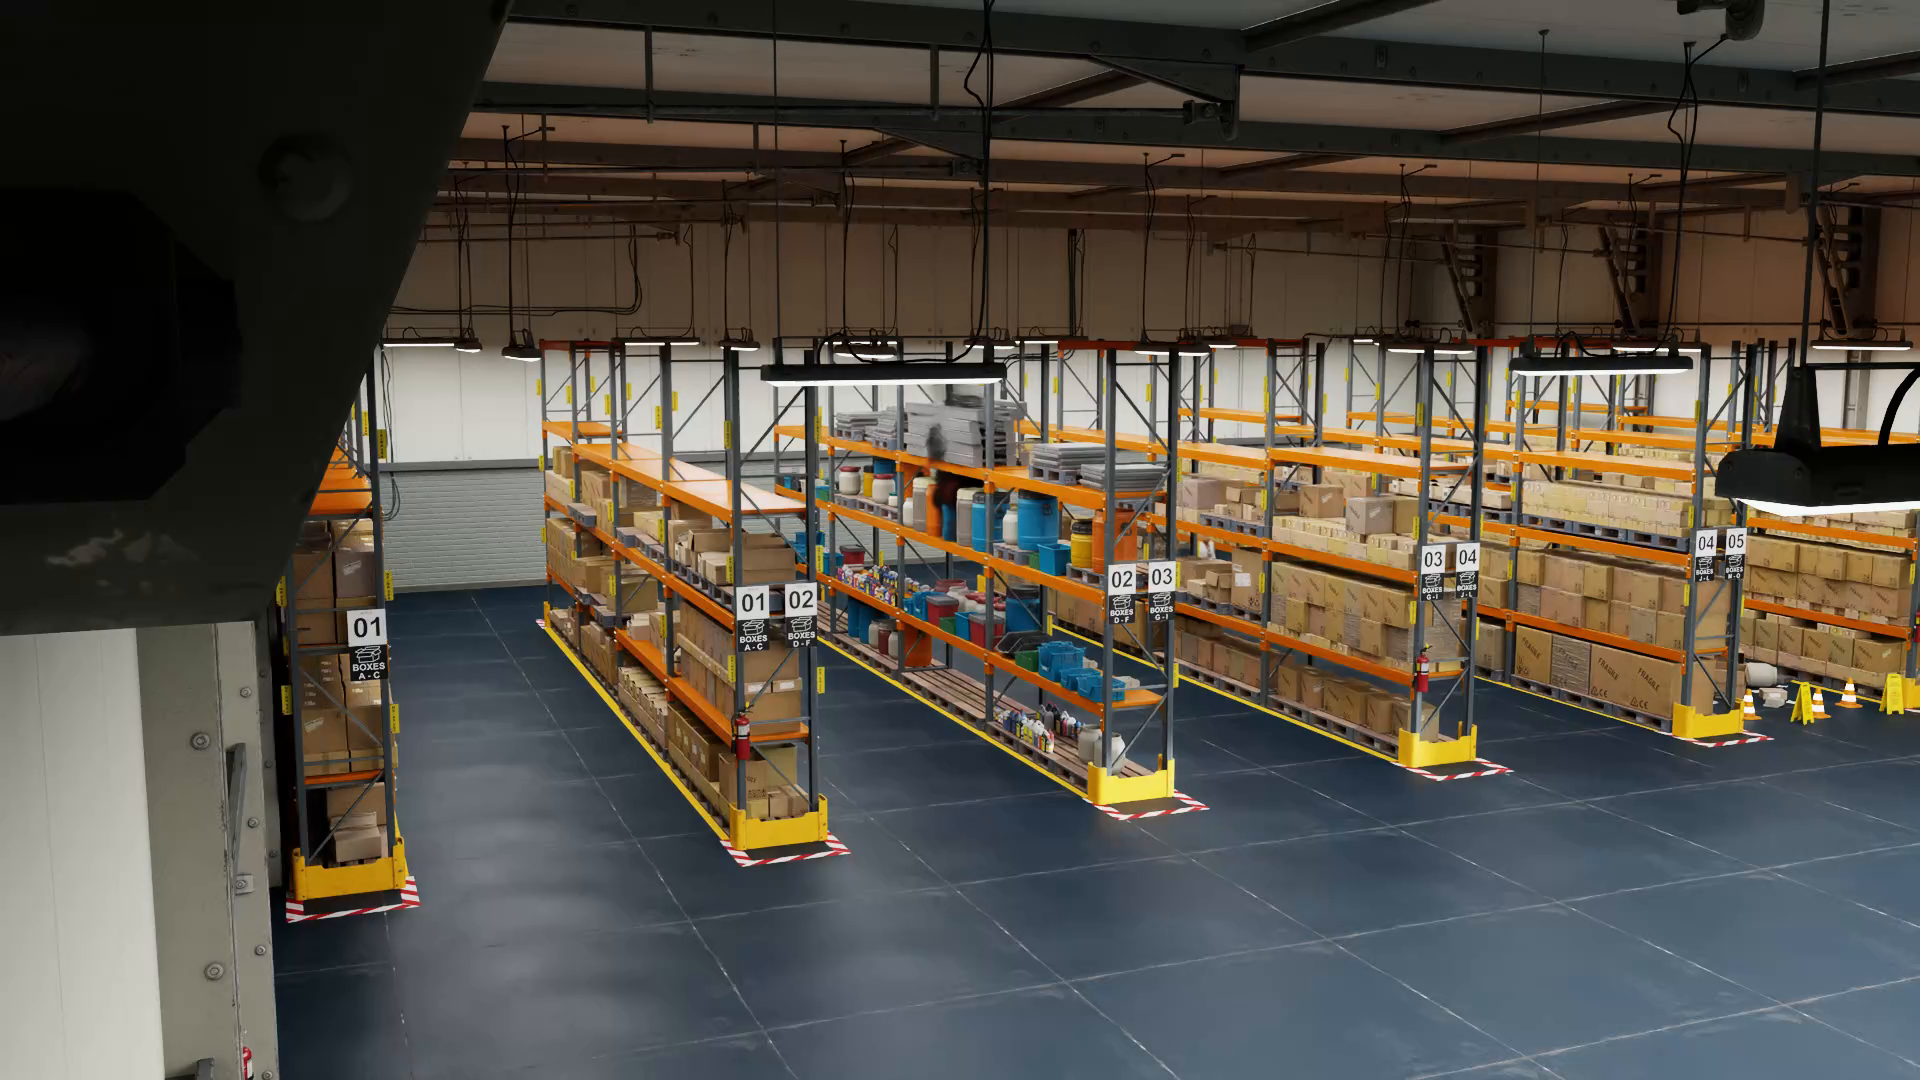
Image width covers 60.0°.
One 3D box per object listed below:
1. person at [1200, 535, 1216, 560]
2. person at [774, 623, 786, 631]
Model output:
[{"bbox_3d":[5.341,0.699,36.573,0.740,1.801,1.094,-3,8,-22],"label":"person"},{"bbox_3d":[-3.311,1.561,28.866,0.702,1.589,0.715,-4,8,-26],"label":"person"}]
